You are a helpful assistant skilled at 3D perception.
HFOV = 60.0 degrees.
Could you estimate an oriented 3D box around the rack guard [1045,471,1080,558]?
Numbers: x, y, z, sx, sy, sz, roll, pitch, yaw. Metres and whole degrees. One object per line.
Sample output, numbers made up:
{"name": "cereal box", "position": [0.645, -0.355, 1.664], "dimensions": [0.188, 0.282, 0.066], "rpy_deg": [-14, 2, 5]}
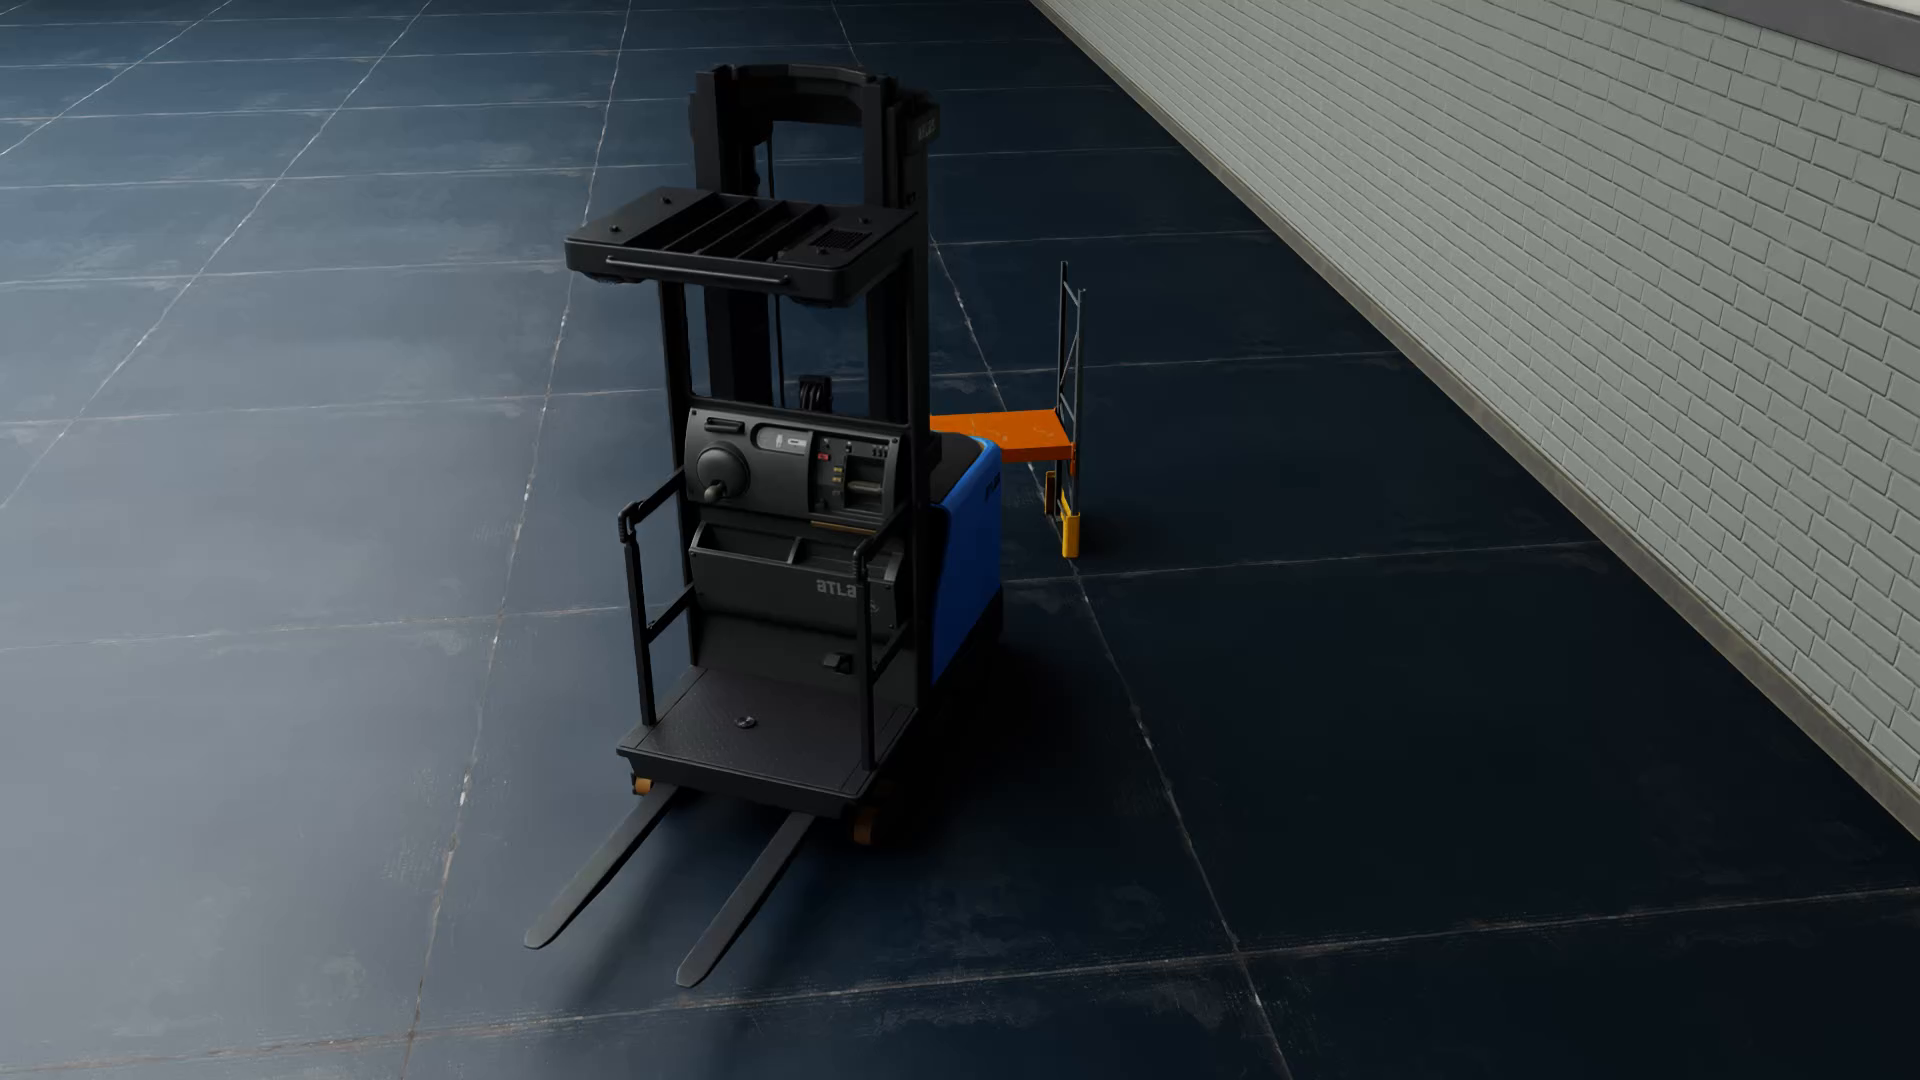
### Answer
{"name": "rack guard", "position": [0.569, -0.148, 9.264], "dimensions": [0.087, 0.250, 0.587], "rpy_deg": [-4, 27, -7]}

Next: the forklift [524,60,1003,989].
{"name": "forklift", "position": [-0.750, -0.261, 6.547], "dimensions": [1.130, 2.935, 3.031], "rpy_deg": [9, 28, 17]}

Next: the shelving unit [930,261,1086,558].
{"name": "shelving unit", "position": [0.075, -0.672, 8.917], "dimensions": [1.083, 1.500, 0.587], "rpy_deg": [-4, 27, -7]}

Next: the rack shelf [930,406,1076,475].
{"name": "rack shelf", "position": [0.084, -0.513, 9.000], "dimensions": [1.000, 0.185, 0.538], "rpy_deg": [-4, 27, -7]}

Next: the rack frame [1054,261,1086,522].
{"name": "rack frame", "position": [0.588, -0.705, 8.981], "dimensions": [0.032, 1.500, 0.500], "rpy_deg": [-4, 27, -7]}
